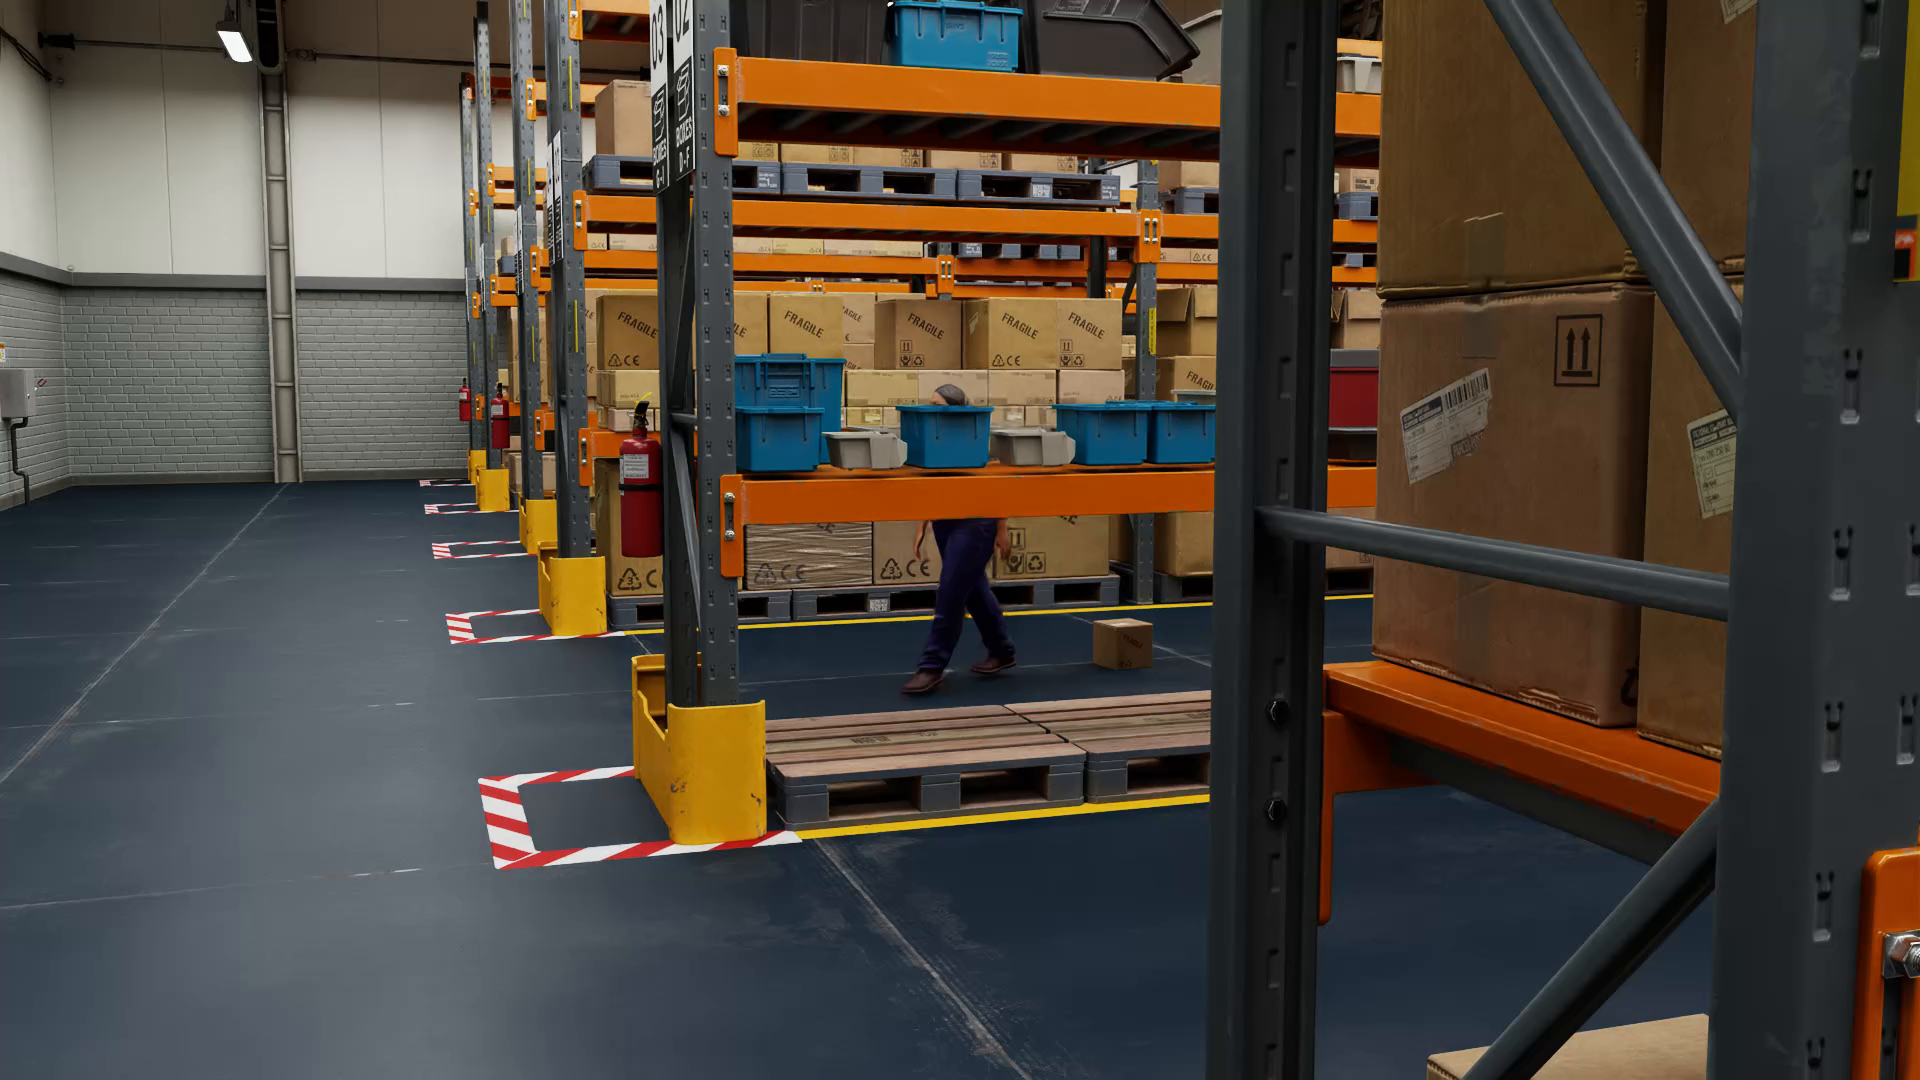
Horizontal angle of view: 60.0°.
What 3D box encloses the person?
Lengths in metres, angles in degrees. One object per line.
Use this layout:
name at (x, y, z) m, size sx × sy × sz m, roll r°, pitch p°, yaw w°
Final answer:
person at (-0.041, -0.037, 8.973) m, size 0.892 × 1.603 × 0.506 m, roll -4°, pitch 7°, yaw -36°
